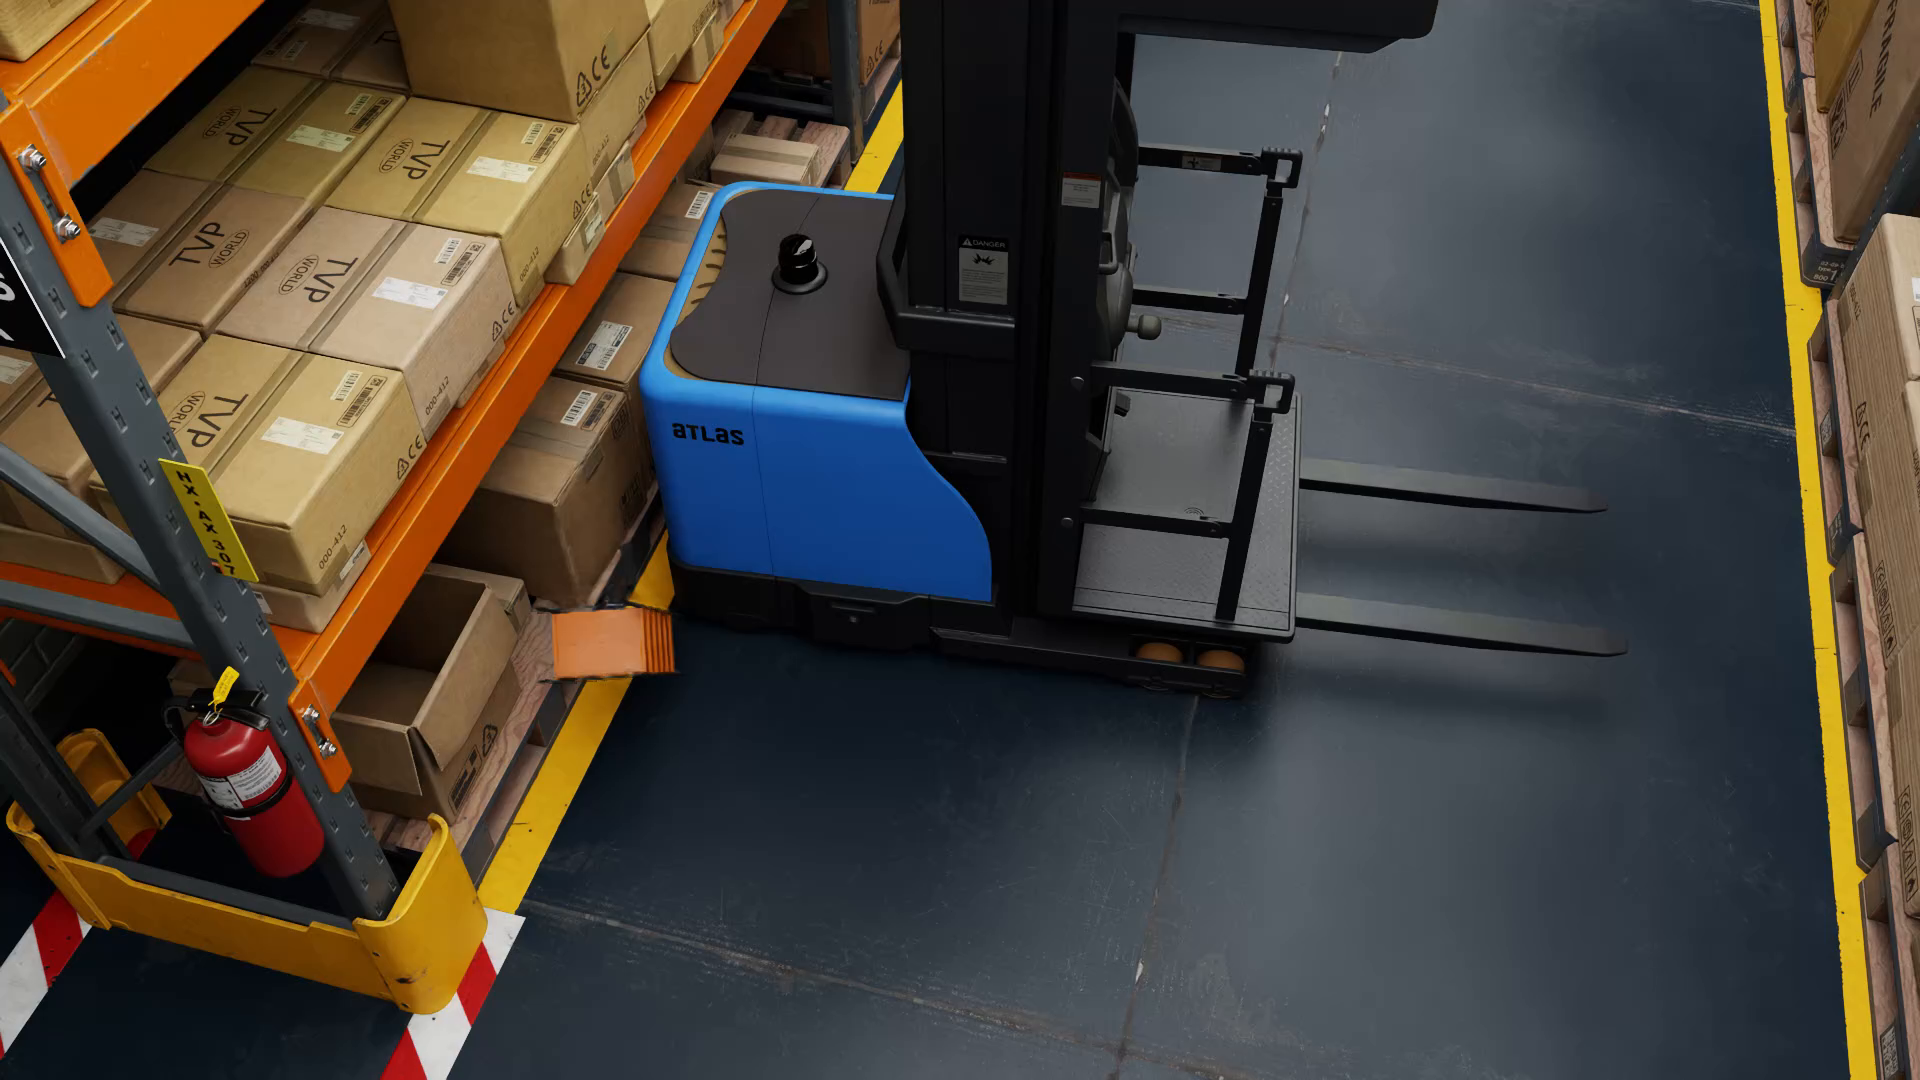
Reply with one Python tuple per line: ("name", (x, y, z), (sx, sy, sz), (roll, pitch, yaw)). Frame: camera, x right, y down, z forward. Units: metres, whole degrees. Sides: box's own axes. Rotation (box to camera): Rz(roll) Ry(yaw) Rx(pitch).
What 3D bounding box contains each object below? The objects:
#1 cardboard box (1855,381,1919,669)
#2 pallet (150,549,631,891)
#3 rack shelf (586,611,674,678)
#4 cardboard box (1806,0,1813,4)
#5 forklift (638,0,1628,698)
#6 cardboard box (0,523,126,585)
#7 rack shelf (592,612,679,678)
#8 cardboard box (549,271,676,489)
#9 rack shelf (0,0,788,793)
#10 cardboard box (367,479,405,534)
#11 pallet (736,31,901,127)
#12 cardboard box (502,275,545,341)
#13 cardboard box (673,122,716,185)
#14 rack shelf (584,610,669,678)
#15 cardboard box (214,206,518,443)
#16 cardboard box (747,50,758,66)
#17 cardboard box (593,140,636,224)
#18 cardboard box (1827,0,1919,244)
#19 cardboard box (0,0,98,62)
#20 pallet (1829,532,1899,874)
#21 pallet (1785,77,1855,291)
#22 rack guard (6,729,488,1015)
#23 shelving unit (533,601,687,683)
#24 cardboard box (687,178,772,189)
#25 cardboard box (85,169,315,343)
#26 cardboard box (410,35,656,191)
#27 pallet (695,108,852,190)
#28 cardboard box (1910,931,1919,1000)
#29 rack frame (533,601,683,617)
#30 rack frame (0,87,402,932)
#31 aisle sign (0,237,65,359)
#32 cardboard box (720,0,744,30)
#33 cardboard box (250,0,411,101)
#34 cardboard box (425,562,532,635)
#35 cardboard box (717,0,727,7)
("cardboard box", (3.369, 0.019, 5.162), (0.875, 0.438, 0.875), (10, 49, 9))
("pallet", (-1.741, 0.437, 5.224), (1.003, 0.211, 1.213), (12, 50, 10))
("rack shelf", (-0.985, 0.311, 4.932), (0.258, 0.103, 0.180), (-4, 86, -3))
("cardboard box", (4.425, -2.972, 7.510), (0.875, 0.875, 0.875), (12, 50, 10))
("forklift", (0.622, -0.897, 4.586), (3.031, 2.935, 1.130), (7, 49, 6))
("cardboard box", (-2.141, -0.064, 3.973), (0.380, 0.149, 0.250), (11, 50, 10))
("rack shelf", (-0.992, 0.320, 5.051), (0.258, 0.103, 0.180), (-4, 86, -3))
("cardboard box", (-1.219, -0.563, 5.633), (0.500, 0.500, 0.500), (12, 50, 11))
("rack shelf", (-1.443, -1.063, 5.167), (1.077, 0.370, 4.000), (12, 50, 10))
("cardboard box", (-1.596, -0.148, 4.047), (0.380, 0.149, 0.250), (13, 50, 11))
("pallet", (-0.739, -2.421, 7.746), (1.003, 0.211, 1.213), (12, 50, 10))
("cardboard box", (-1.370, -0.709, 4.542), (0.380, 0.149, 0.250), (12, 50, 11))
("cardboard box", (-1.319, -1.566, 6.644), (0.500, 0.311, 0.500), (13, 50, 11))
("rack shelf", (-0.979, 0.303, 4.812), (0.258, 0.103, 0.180), (-4, 86, -3))
("cardboard box", (-1.458, -0.543, 4.130), (0.500, 0.250, 0.500), (12, 50, 10))
("cardboard box", (-1.073, -2.473, 7.319), (0.500, 0.500, 0.500), (11, 50, 10))
("cardboard box", (-1.182, -1.071, 4.862), (0.380, 0.149, 0.250), (13, 50, 11))
("cardboard box", (3.959, -1.671, 6.361), (0.875, 0.875, 0.875), (13, 50, 11))
("cardboard box", (-1.661, -0.948, 2.753), (0.380, 0.149, 0.250), (13, 50, 11))
("pallet", (3.278, 0.572, 5.105), (1.003, 0.211, 1.213), (12, 50, 10))
("pallet", (4.003, -1.421, 6.863), (1.003, 0.211, 1.213), (12, 50, 10))
("rack guard", (-1.949, 0.918, 4.606), (1.175, 0.500, 0.348), (12, 50, 10))
("shelving unit", (-0.976, 0.299, 4.768), (0.258, 1.200, 0.189), (-4, 86, -3))
("cardboard box", (-0.874, -1.263, 6.407), (0.396, 0.266, 0.258), (13, 50, 11))
("cardboard box", (-1.968, -0.661, 4.234), (0.500, 0.250, 0.500), (12, 50, 10))
("cardboard box", (-1.213, -1.284, 4.784), (0.500, 0.250, 0.500), (10, 49, 9))
("pallet", (-1.098, -1.328, 6.782), (1.003, 0.211, 1.213), (12, 50, 10))
("cardboard box", (2.897, 1.334, 4.001), (0.875, 0.438, 0.875), (10, 49, 9))
("rack frame", (-0.983, 0.208, 4.774), (0.240, 1.200, 0.006), (-4, 86, -3))
("rack frame", (-1.969, 0.146, 3.621), (1.000, 3.000, 0.127), (12, 50, 10))
("aisle sign", (-1.704, -0.607, 2.551), (0.394, 0.787, 0.004), (12, 50, 10))
("cardboard box", (-0.945, -1.814, 5.518), (0.380, 0.149, 0.250), (13, 50, 11))
("cardboard box", (-1.695, -1.396, 4.883), (0.500, 0.250, 0.500), (11, 50, 10))
("cardboard box", (-1.568, 0.227, 5.171), (0.380, 0.149, 0.250), (10, 49, 9))
("cardboard box", (-0.933, -2.015, 5.429), (0.500, 0.250, 0.500), (12, 50, 10))
